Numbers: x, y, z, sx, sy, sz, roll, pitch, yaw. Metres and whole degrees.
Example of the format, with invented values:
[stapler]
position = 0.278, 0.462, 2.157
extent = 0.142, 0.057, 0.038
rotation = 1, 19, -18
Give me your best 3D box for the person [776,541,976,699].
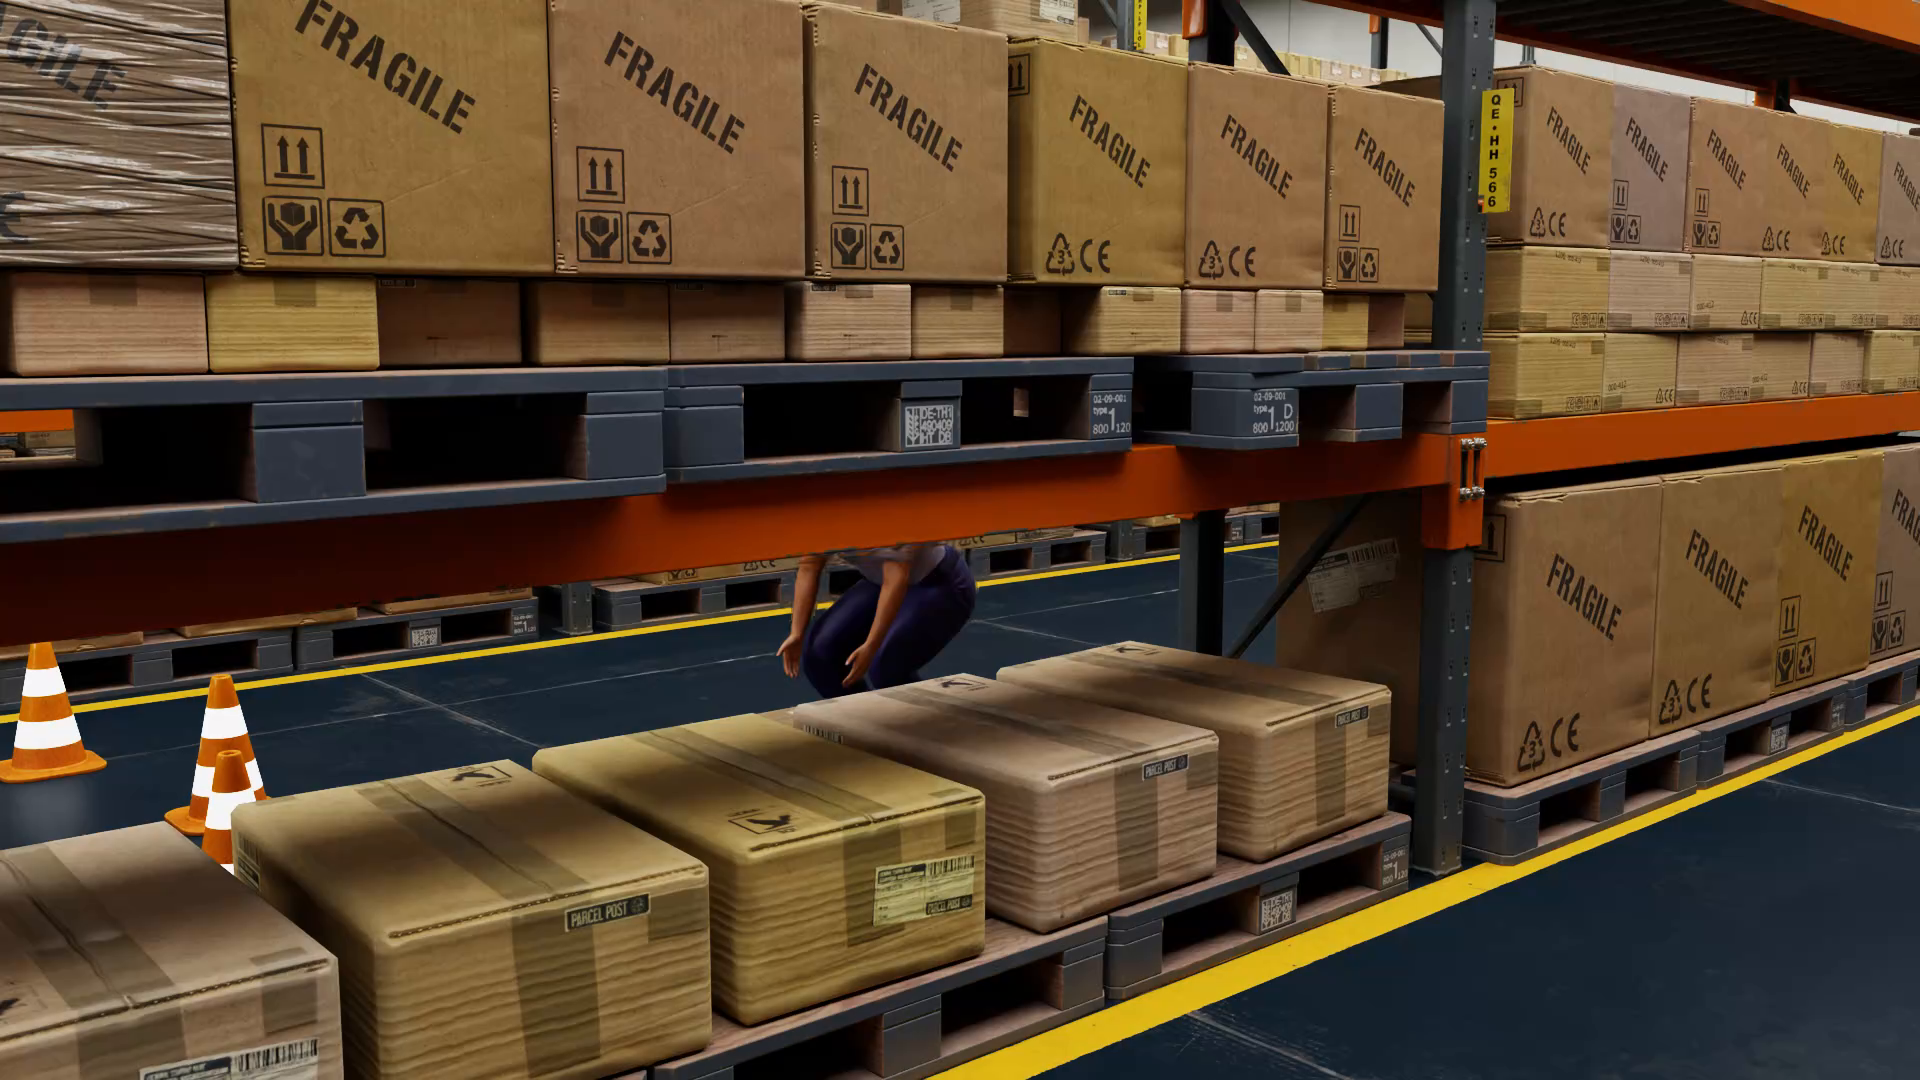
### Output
[person]
position = -0.270, 0.232, 5.837
extent = 0.741, 1.198, 0.536
rotation = -7, 10, -43
